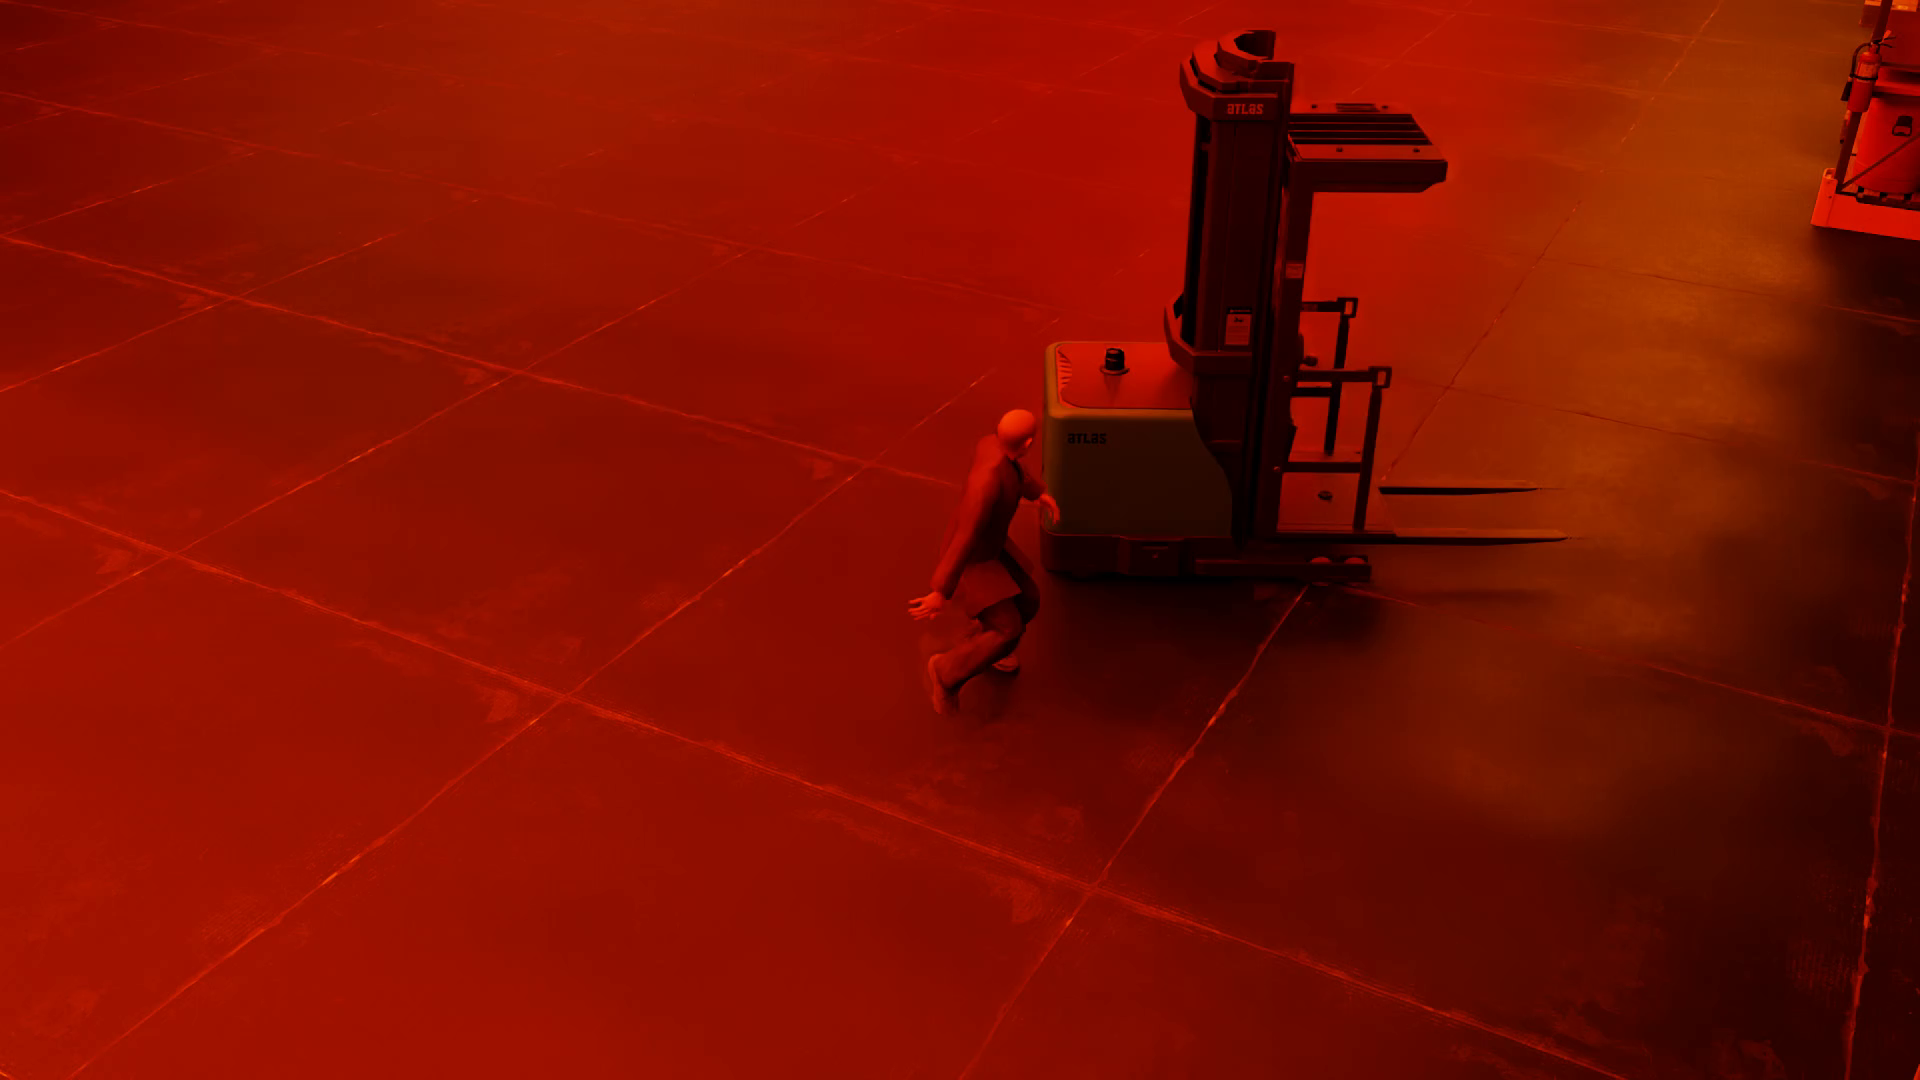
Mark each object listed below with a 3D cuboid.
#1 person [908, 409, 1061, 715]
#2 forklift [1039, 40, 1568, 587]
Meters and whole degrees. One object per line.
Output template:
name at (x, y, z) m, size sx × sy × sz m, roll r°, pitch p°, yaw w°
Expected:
person at (0.128, 0.131, 8.259) m, size 0.509 × 1.670 × 1.034 m, roll 10°, pitch 31°, yaw 16°
forklift at (1.995, -1.244, 9.290) m, size 3.031 × 2.867 × 1.129 m, roll 1°, pitch 30°, yaw 1°
